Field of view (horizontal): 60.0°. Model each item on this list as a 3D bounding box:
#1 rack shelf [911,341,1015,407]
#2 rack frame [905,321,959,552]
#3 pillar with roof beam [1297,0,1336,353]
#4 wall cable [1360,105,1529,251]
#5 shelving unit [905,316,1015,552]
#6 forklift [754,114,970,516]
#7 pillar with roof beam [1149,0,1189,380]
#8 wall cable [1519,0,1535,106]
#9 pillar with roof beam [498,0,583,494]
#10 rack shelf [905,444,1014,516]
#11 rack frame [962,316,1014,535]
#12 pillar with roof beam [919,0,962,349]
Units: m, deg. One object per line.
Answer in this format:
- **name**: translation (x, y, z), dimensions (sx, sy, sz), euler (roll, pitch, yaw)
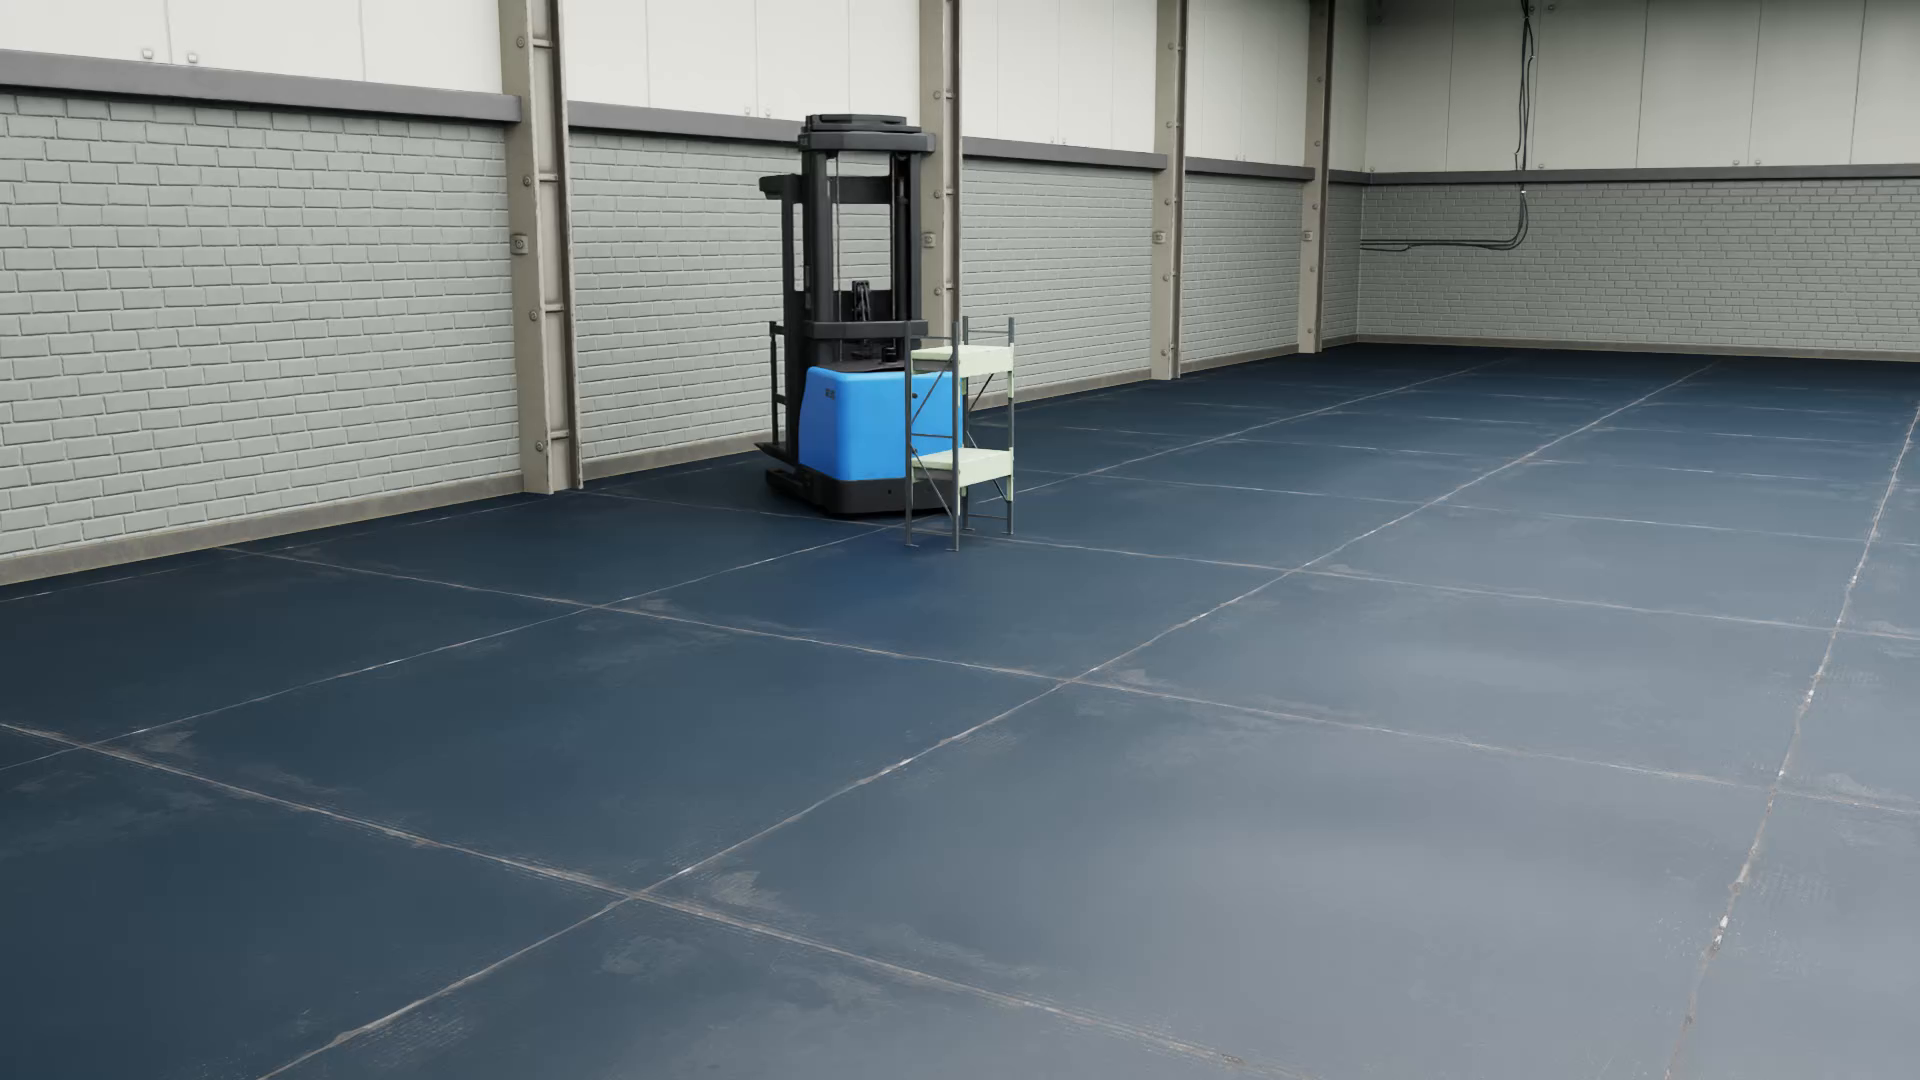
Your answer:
- **rack shelf**: translation (0.003, -1.122, 11.164), dimensions (0.431, 0.370, 0.720), euler (6, 12, 31)
- **rack frame**: translation (-0.187, -0.681, 10.929), dimensions (0.400, 1.500, 0.023), euler (6, 12, 31)
- **pillar with roof beam**: translation (9.703, -7.254, 25.661), dimensions (9.100, 9.000, 0.400), euler (6, 12, 31)
- **wall cable**: translation (8.683, -6.476, 29.944), dimensions (3.097, 2.526, 0.112), euler (6, 12, 31)
- **shelving unit**: translation (0.003, -0.738, 11.236), dimensions (0.431, 1.500, 0.755), euler (6, 12, 31)
- **forklift**: translation (-0.944, -1.848, 13.274), dimensions (1.130, 2.935, 3.031), euler (-4, 11, -22)
- **pillar with roof beam**: translation (6.588, -6.310, 20.621), dimensions (9.100, 9.000, 0.400), euler (6, 12, 31)
- **wall cable**: translation (10.995, -8.700, 28.099), dimensions (3.097, 2.526, 0.112), euler (6, 12, 31)
- **pillar with roof beam**: translation (0.357, -4.423, 10.540), dimensions (9.100, 9.000, 0.400), euler (6, 12, 31)
- **rack shelf**: translation (0.003, -0.418, 11.296), dimensions (0.431, 0.370, 0.720), euler (6, 12, 31)
- **rack frame**: translation (0.193, -0.796, 11.544), dimensions (0.400, 1.500, 0.023), euler (6, 12, 31)
- **pillar with roof beam**: translation (3.473, -5.367, 15.580), dimensions (9.100, 9.000, 0.400), euler (6, 12, 31)
